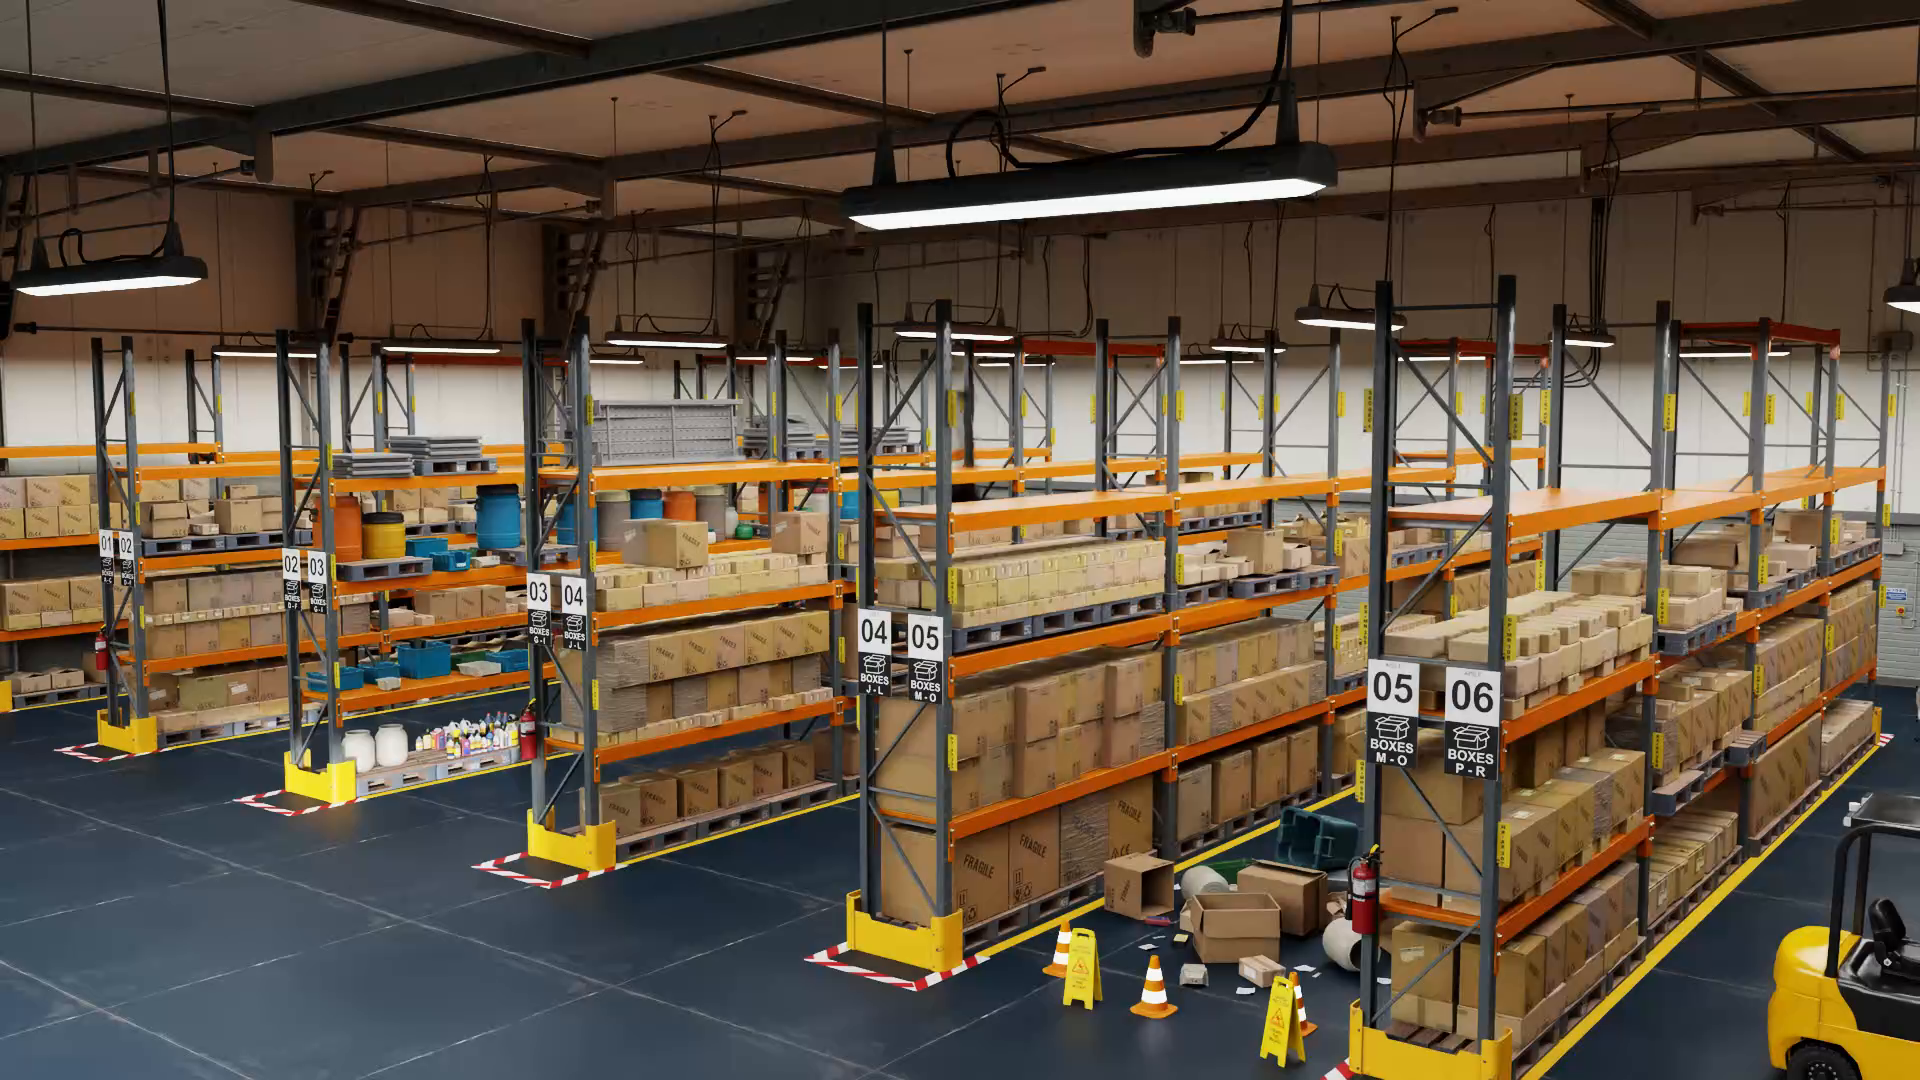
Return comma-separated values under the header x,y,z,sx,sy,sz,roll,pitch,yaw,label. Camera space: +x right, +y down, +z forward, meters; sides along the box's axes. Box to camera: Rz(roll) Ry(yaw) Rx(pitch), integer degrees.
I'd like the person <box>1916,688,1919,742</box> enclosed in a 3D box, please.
x,y,z,sx,sy,sz,roll,pitch,yaw,label
14.452,2.157,24.528,0.669,1.800,0.827,1,5,6,person
